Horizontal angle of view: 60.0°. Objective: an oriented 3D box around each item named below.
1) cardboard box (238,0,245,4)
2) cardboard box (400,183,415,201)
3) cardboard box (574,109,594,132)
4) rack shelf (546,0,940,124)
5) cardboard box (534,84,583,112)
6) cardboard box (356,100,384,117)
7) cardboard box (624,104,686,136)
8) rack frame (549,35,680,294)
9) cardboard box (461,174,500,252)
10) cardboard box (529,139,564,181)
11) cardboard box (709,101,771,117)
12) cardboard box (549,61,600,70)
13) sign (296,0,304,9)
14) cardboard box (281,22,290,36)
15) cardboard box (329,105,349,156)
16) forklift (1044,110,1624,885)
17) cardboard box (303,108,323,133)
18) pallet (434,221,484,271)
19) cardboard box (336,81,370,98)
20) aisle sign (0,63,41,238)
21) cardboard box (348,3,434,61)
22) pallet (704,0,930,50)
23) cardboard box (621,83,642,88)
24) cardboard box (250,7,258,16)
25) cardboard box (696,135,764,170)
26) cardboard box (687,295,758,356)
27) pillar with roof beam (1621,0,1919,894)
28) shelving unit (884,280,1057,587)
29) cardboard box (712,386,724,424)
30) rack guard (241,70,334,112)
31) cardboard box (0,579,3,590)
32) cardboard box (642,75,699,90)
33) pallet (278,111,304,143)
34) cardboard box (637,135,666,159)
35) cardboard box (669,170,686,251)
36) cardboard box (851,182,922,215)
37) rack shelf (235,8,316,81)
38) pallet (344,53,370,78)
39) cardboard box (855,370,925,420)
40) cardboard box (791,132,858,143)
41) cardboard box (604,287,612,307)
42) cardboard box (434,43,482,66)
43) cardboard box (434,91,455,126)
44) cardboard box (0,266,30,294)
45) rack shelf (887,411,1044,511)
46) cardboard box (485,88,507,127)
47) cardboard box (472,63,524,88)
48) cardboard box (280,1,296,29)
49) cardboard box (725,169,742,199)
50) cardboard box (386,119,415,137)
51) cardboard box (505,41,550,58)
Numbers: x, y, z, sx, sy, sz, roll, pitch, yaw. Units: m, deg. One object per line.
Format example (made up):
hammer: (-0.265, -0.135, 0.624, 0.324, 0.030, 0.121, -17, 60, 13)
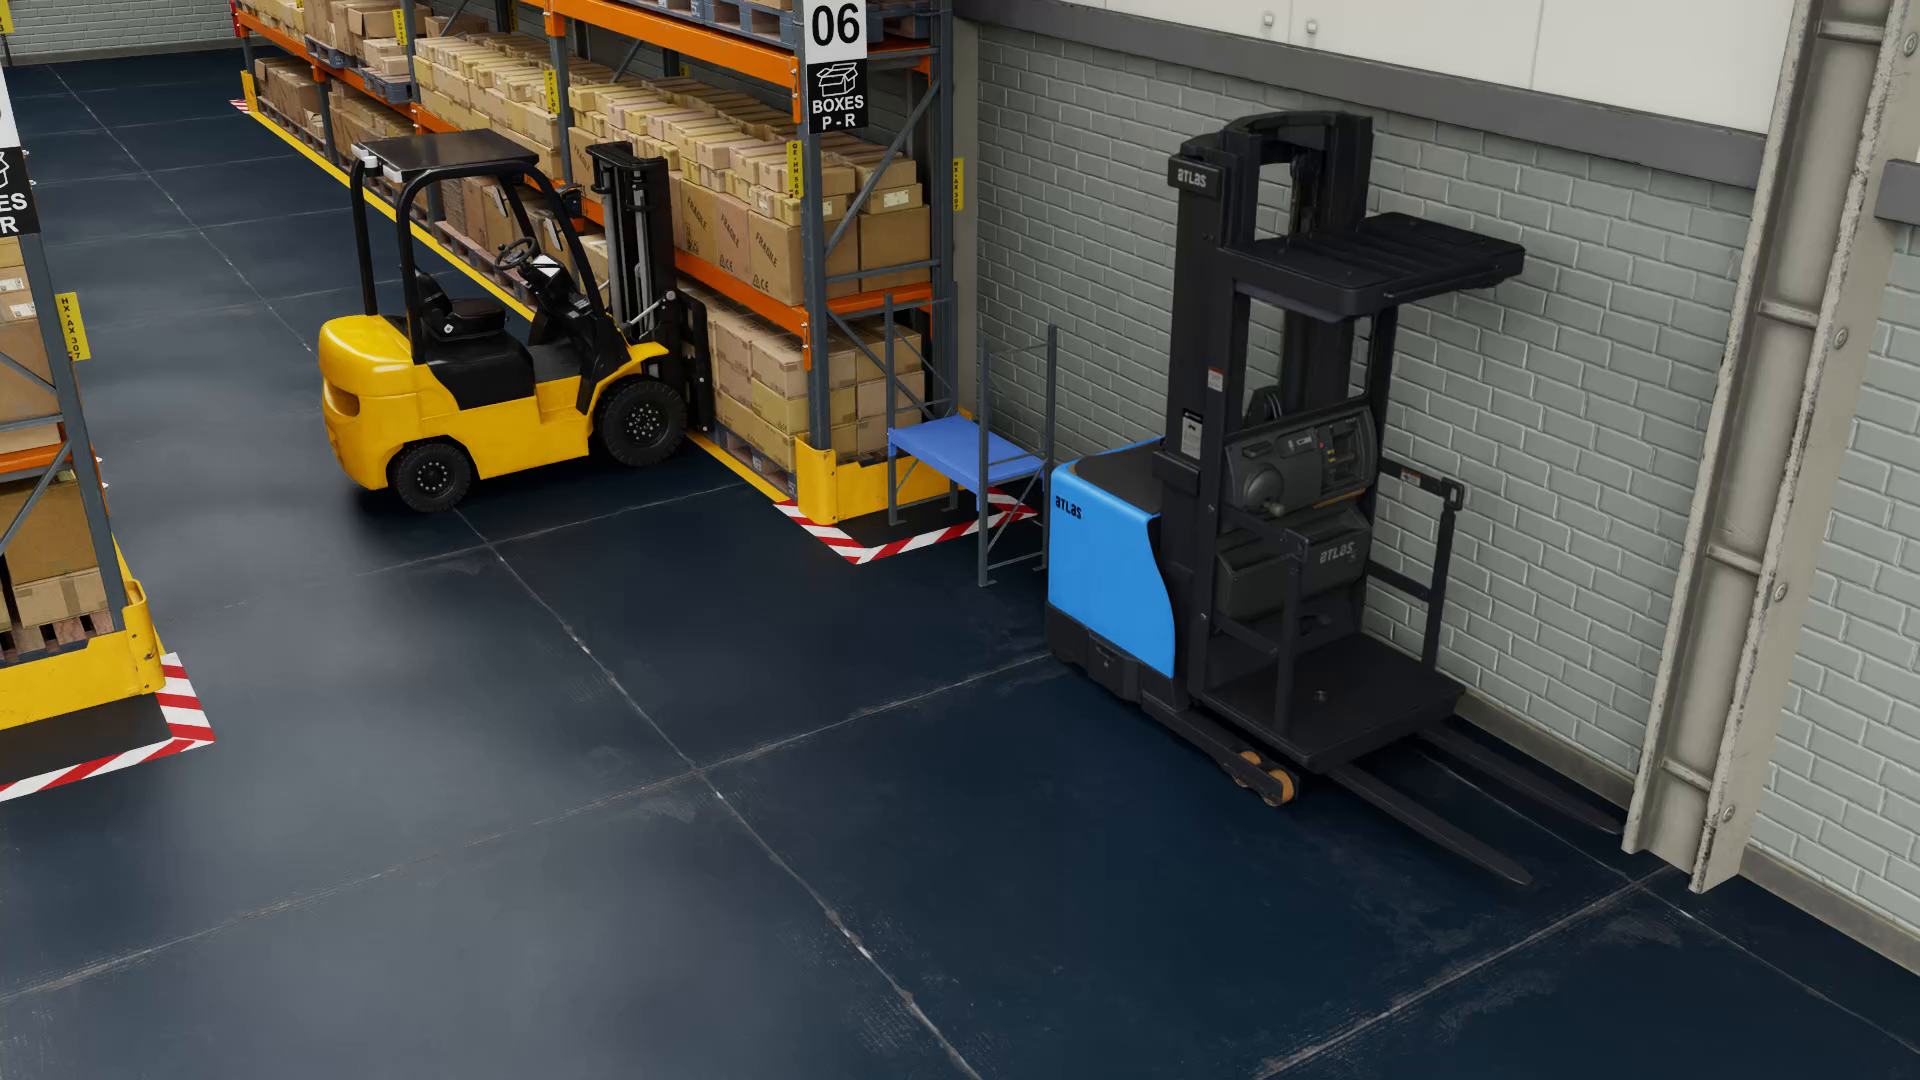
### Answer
cardboard box: (-9.204, -7.209, 21.835, 0.500, 0.250, 0.500, -15, 29, -29)
cardboard box: (-5.535, -3.848, 17.324, 0.500, 0.500, 0.500, -16, 30, -30)
cardboard box: (-2.722, -3.239, 12.720, 0.380, 0.149, 0.250, -16, 30, -30)
rack shelf: (-1.584, -3.391, 11.249, 1.077, 0.370, 4.000, -16, 29, -30)
cardboard box: (-3.204, -3.572, 13.427, 0.380, 0.149, 0.250, -16, 30, -30)
cardboard box: (-6.543, -4.834, 18.653, 0.380, 0.149, 0.250, -16, 30, -30)
cardboard box: (-2.166, -3.001, 11.868, 0.380, 0.149, 0.250, -16, 30, -30)
rack frame: (-2.676, -3.075, 13.251, 1.000, 3.000, 0.127, -16, 29, -30)
cardboard box: (-4.167, -3.164, 15.728, 0.875, 0.625, 0.625, -14, 29, -28)
cardboard box: (-3.170, -3.127, 13.536, 0.500, 0.250, 0.500, -15, 29, -28)
cardboard box: (-1.576, -3.039, 11.949, 0.380, 0.149, 0.250, -16, 30, -30)
cardboard box: (-3.339, -4.058, 14.455, 0.380, 0.149, 0.250, -16, 30, -30)
sign: (-7.493, -6.199, 18.854, 0.100, 0.325, 0.005, -16, 29, -30)
cardboard box: (-8.034, -6.239, 20.246, 0.380, 0.149, 0.250, -16, 30, -30)
cardboard box: (-6.967, -4.771, 19.279, 0.500, 0.500, 0.500, -14, 29, -27)
forklift: (1.704, -0.335, 7.526, 1.130, 2.935, 3.031, -17, 30, -31)
cardboard box: (-7.788, -5.149, 20.354, 0.396, 0.266, 0.258, -14, 29, -28)
pallet: (-4.443, -2.942, 16.234, 1.003, 0.211, 1.213, -16, 29, -30)
cardboard box: (-6.888, -5.152, 18.978, 0.380, 0.149, 0.250, -17, 30, -32)
aisle sign: (-4.355, -1.712, 7.318, 0.394, 0.787, 0.004, -16, 29, -30)
cardboard box: (-5.905, -5.283, 17.315, 0.797, 0.503, 0.637, -16, 30, -31)
pallet: (-0.856, -3.220, 10.147, 1.003, 0.211, 1.213, -16, 29, -30)
cardboard box: (-2.688, -3.590, 13.463, 0.380, 0.149, 0.250, -16, 30, -31)
cardboard box: (-9.099, -6.992, 21.842, 0.380, 0.149, 0.250, -15, 29, -28)
cardboard box: (-1.499, -2.539, 10.889, 0.380, 0.149, 0.250, -15, 29, -28)
cardboard box: (-1.572, -1.495, 11.460, 0.500, 0.250, 0.500, -15, 29, -29)
pillar with roof beam: (-0.449, -1.667, 3.241, 9.100, 9.000, 0.400, -16, 29, -30)
shelving unit: (0.047, -0.648, 9.865, 0.538, 1.500, 1.048, -16, 29, -30)
cardboard box: (-1.542, -1.047, 11.683, 0.500, 0.250, 0.500, -15, 29, -29)
rack guard: (-9.185, -6.210, 22.819, 1.175, 0.500, 0.348, -16, 29, -30)
cardboard box: (-5.305, 0.002, 8.583, 0.500, 0.500, 0.500, -15, 29, -29)
cardboard box: (-2.248, -3.505, 12.935, 0.380, 0.149, 0.250, -15, 29, -29)
pallet: (-8.087, -5.358, 21.354, 1.003, 0.211, 1.213, -16, 29, -30)
cardboard box: (-2.047, -2.774, 11.736, 0.380, 0.149, 0.250, -17, 30, -31)
cardboard box: (-1.820, -2.353, 11.603, 0.500, 0.500, 0.500, -15, 29, -29)
cardboard box: (-0.460, -2.165, 10.445, 0.380, 0.149, 0.250, -16, 30, -31)
rack shelf: (-8.135, -6.327, 20.981, 1.077, 0.370, 4.000, -16, 29, -30)
pallet: (-5.925, -5.114, 17.794, 1.003, 0.211, 1.213, -16, 29, -30)
cardboard box: (-0.575, -1.034, 11.070, 0.500, 0.250, 0.500, -15, 29, -29)
cardboard box: (-0.890, -2.572, 10.960, 0.380, 0.149, 0.250, -15, 29, -29)
cardboard box: (-2.394, -1.823, 12.742, 0.500, 0.250, 0.500, -16, 29, -30)
cardboard box: (-4.623, -4.481, 15.351, 0.380, 0.149, 0.250, -15, 29, -28)
cardboard box: (-4.551, -4.042, 15.473, 0.500, 0.250, 0.500, -16, 30, -31)
cardboard box: (-4.960, -1.085, 8.569, 0.500, 0.500, 0.500, -15, 29, -28)
rack shelf: (0.047, -0.485, 9.942, 0.538, 0.185, 1.000, -16, 29, -30)
cardboard box: (-3.719, -3.716, 14.198, 0.500, 0.250, 0.500, -15, 29, -29)
cardboard box: (-3.980, -4.011, 14.356, 0.380, 0.149, 0.250, -16, 30, -31)
cardboard box: (-7.811, -6.305, 19.918, 0.500, 0.250, 0.500, -15, 29, -29)
cardboard box: (-1.297, -2.325, 10.784, 0.380, 0.149, 0.250, -16, 30, -30)
cardboard box: (-5.865, -4.366, 17.660, 0.380, 0.149, 0.250, -16, 30, -30)
cardboard box: (-3.993, -4.530, 15.454, 0.380, 0.149, 0.250, -16, 30, -31)
